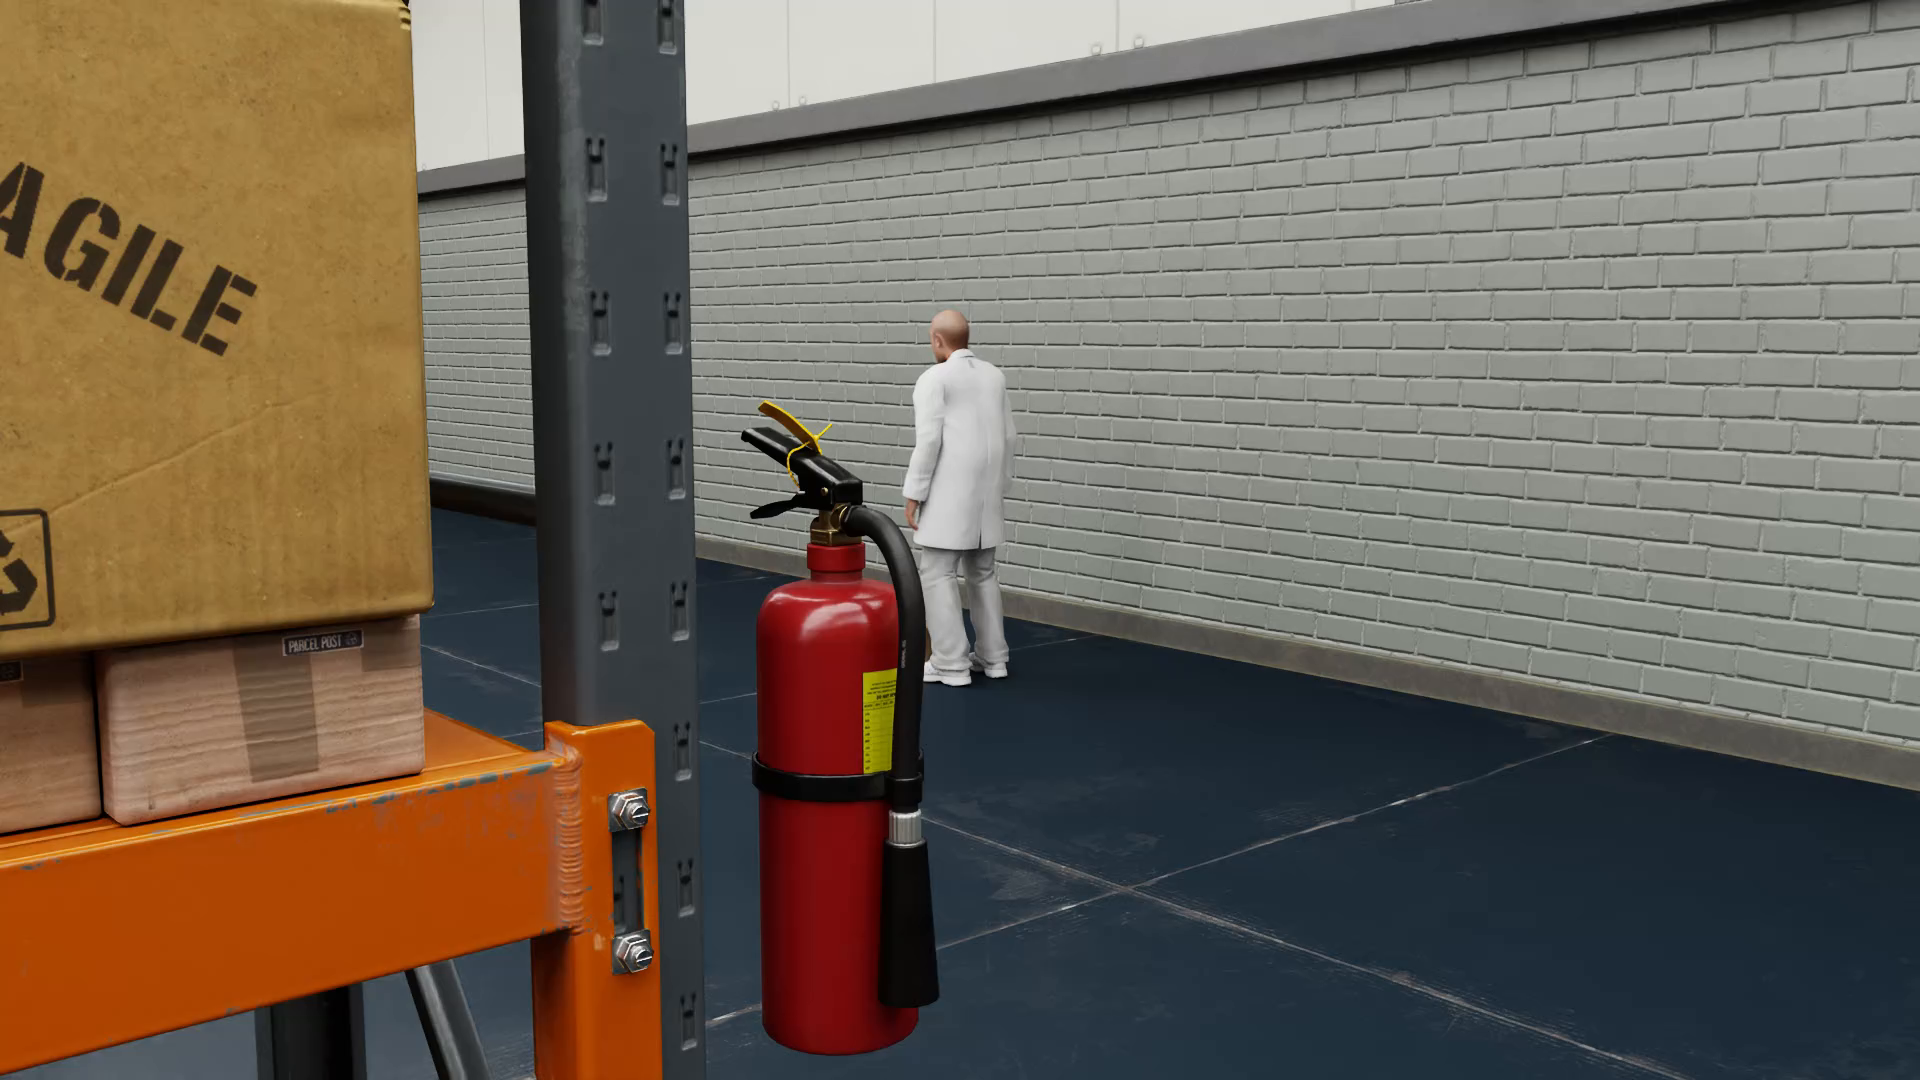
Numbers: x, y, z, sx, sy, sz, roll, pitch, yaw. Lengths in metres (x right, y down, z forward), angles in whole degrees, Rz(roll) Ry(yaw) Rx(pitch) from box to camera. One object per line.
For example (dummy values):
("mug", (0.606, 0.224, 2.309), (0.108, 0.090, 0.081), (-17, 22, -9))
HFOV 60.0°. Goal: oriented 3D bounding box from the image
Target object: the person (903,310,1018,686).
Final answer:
("person", (-0.002, -0.207, 7.959), (0.642, 1.774, 0.421), (-6, 10, -41))
